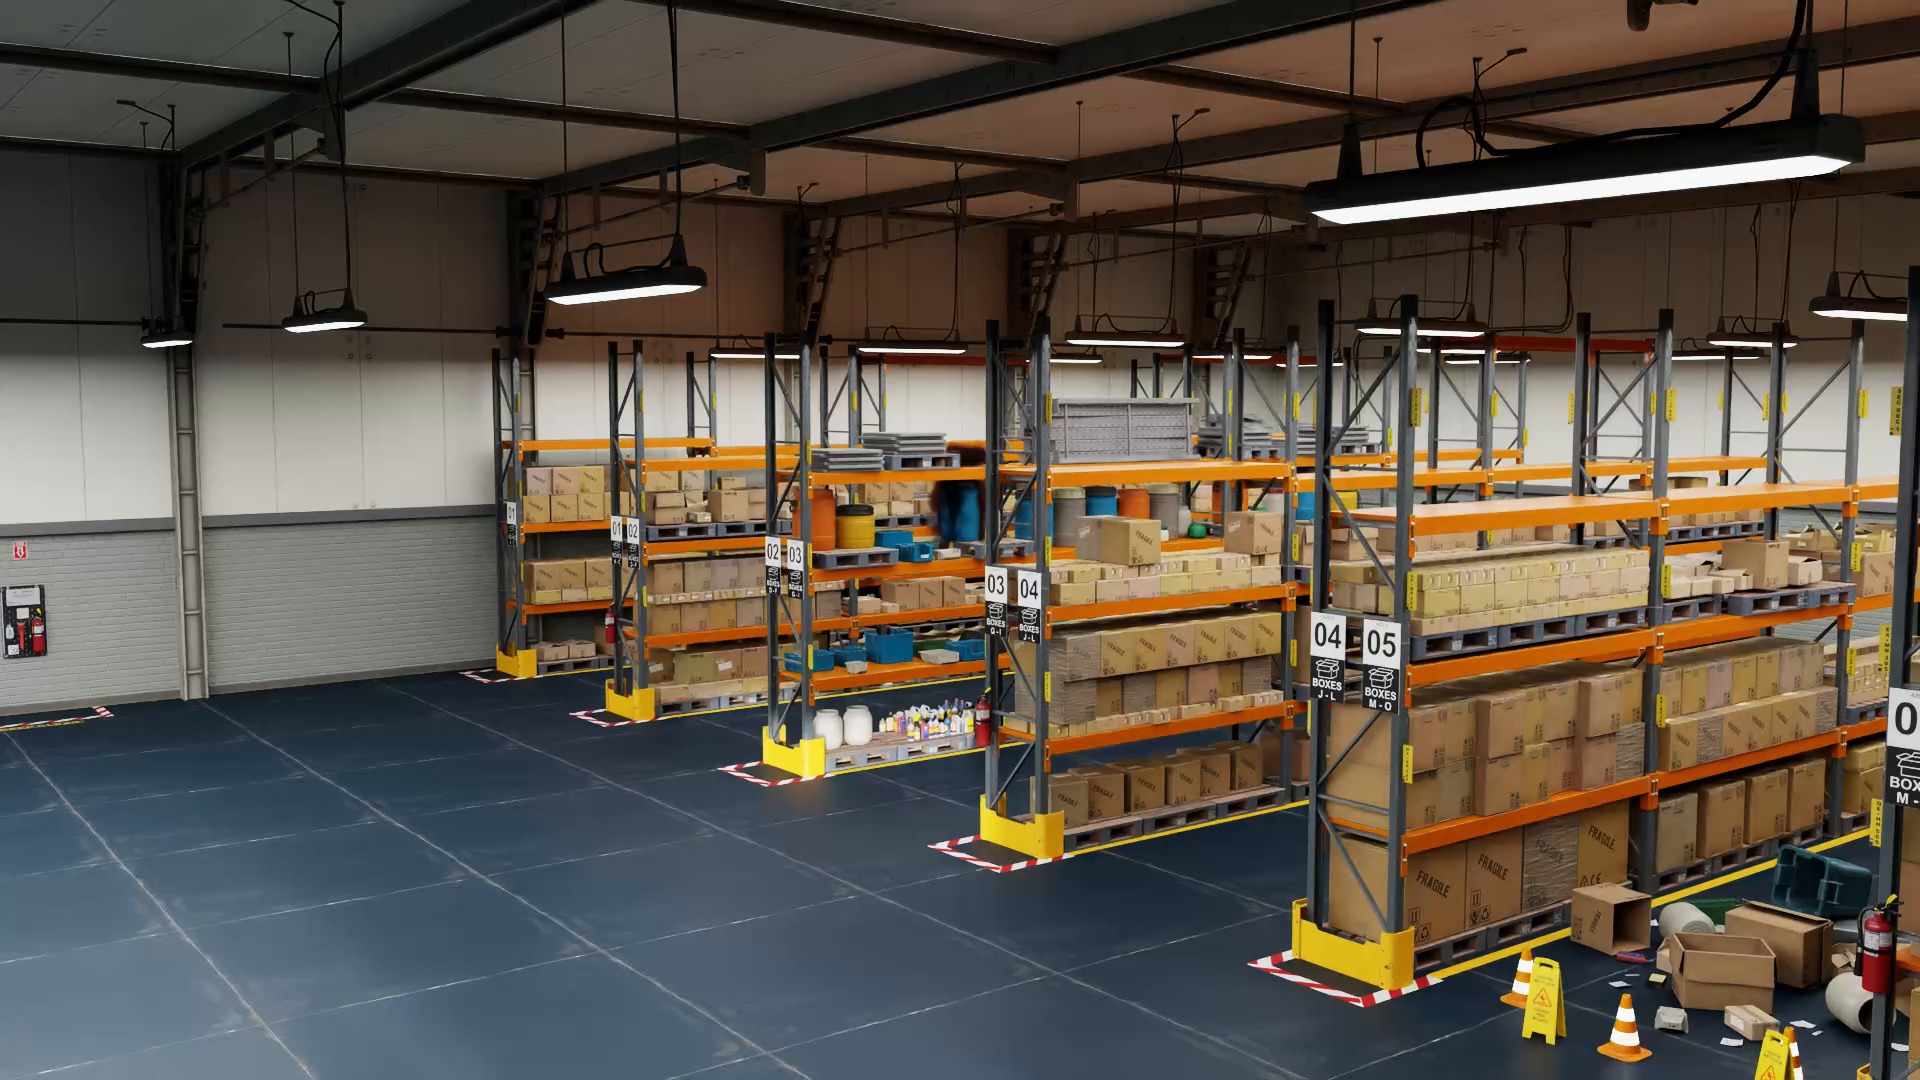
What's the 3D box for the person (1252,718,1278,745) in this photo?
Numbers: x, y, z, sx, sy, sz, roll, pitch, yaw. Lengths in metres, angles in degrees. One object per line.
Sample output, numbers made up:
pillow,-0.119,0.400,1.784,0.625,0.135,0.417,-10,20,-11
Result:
person,4.333,2.252,23.747,0.948,1.647,0.581,-3,6,-35
